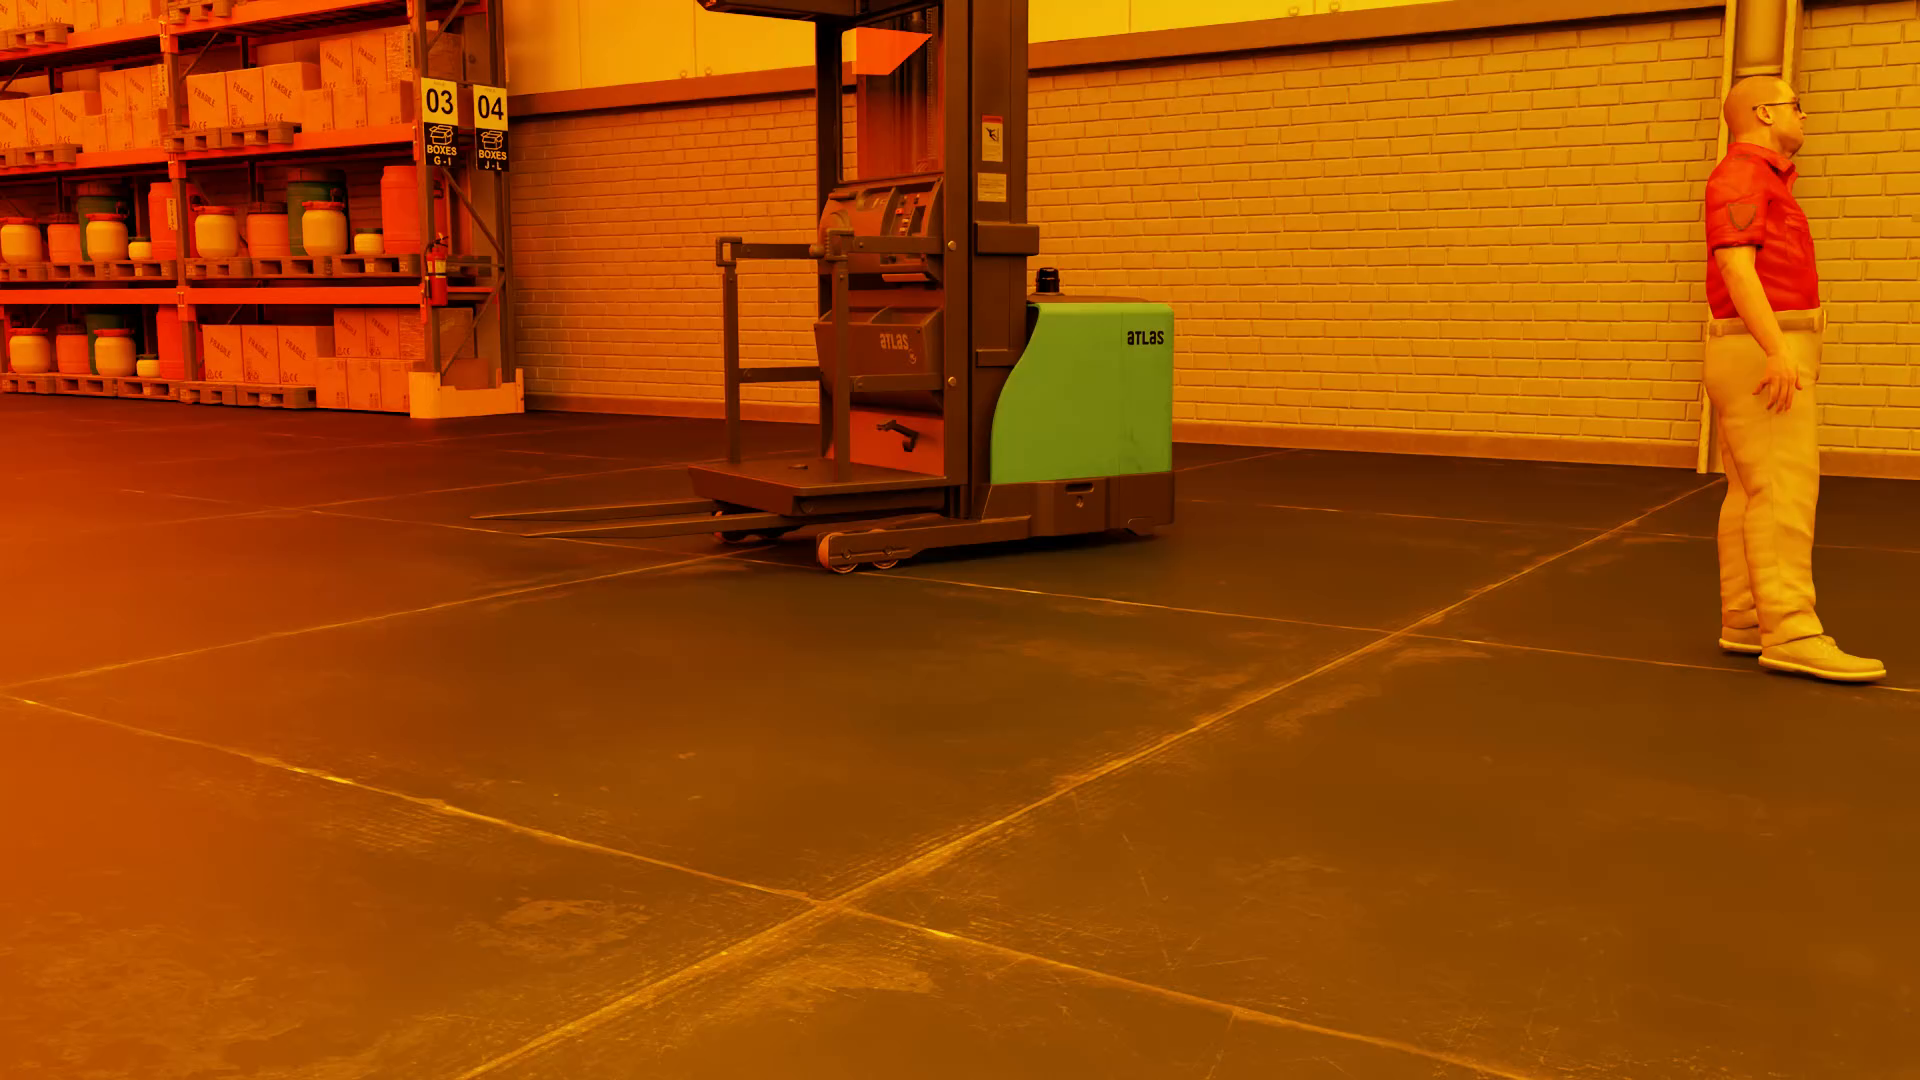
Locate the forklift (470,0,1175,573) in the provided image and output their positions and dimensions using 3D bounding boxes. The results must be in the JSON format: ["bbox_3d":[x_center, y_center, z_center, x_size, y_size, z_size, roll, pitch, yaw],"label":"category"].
[{"bbox_3d":[-0.524,-1.402,7.054,3.031,2.935,1.130,-5,10,-33],"label":"forklift"}]

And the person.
[{"bbox_3d":[2.481,-0.501,4.934,0.550,1.729,0.642,4,9,25],"label":"person"}]
